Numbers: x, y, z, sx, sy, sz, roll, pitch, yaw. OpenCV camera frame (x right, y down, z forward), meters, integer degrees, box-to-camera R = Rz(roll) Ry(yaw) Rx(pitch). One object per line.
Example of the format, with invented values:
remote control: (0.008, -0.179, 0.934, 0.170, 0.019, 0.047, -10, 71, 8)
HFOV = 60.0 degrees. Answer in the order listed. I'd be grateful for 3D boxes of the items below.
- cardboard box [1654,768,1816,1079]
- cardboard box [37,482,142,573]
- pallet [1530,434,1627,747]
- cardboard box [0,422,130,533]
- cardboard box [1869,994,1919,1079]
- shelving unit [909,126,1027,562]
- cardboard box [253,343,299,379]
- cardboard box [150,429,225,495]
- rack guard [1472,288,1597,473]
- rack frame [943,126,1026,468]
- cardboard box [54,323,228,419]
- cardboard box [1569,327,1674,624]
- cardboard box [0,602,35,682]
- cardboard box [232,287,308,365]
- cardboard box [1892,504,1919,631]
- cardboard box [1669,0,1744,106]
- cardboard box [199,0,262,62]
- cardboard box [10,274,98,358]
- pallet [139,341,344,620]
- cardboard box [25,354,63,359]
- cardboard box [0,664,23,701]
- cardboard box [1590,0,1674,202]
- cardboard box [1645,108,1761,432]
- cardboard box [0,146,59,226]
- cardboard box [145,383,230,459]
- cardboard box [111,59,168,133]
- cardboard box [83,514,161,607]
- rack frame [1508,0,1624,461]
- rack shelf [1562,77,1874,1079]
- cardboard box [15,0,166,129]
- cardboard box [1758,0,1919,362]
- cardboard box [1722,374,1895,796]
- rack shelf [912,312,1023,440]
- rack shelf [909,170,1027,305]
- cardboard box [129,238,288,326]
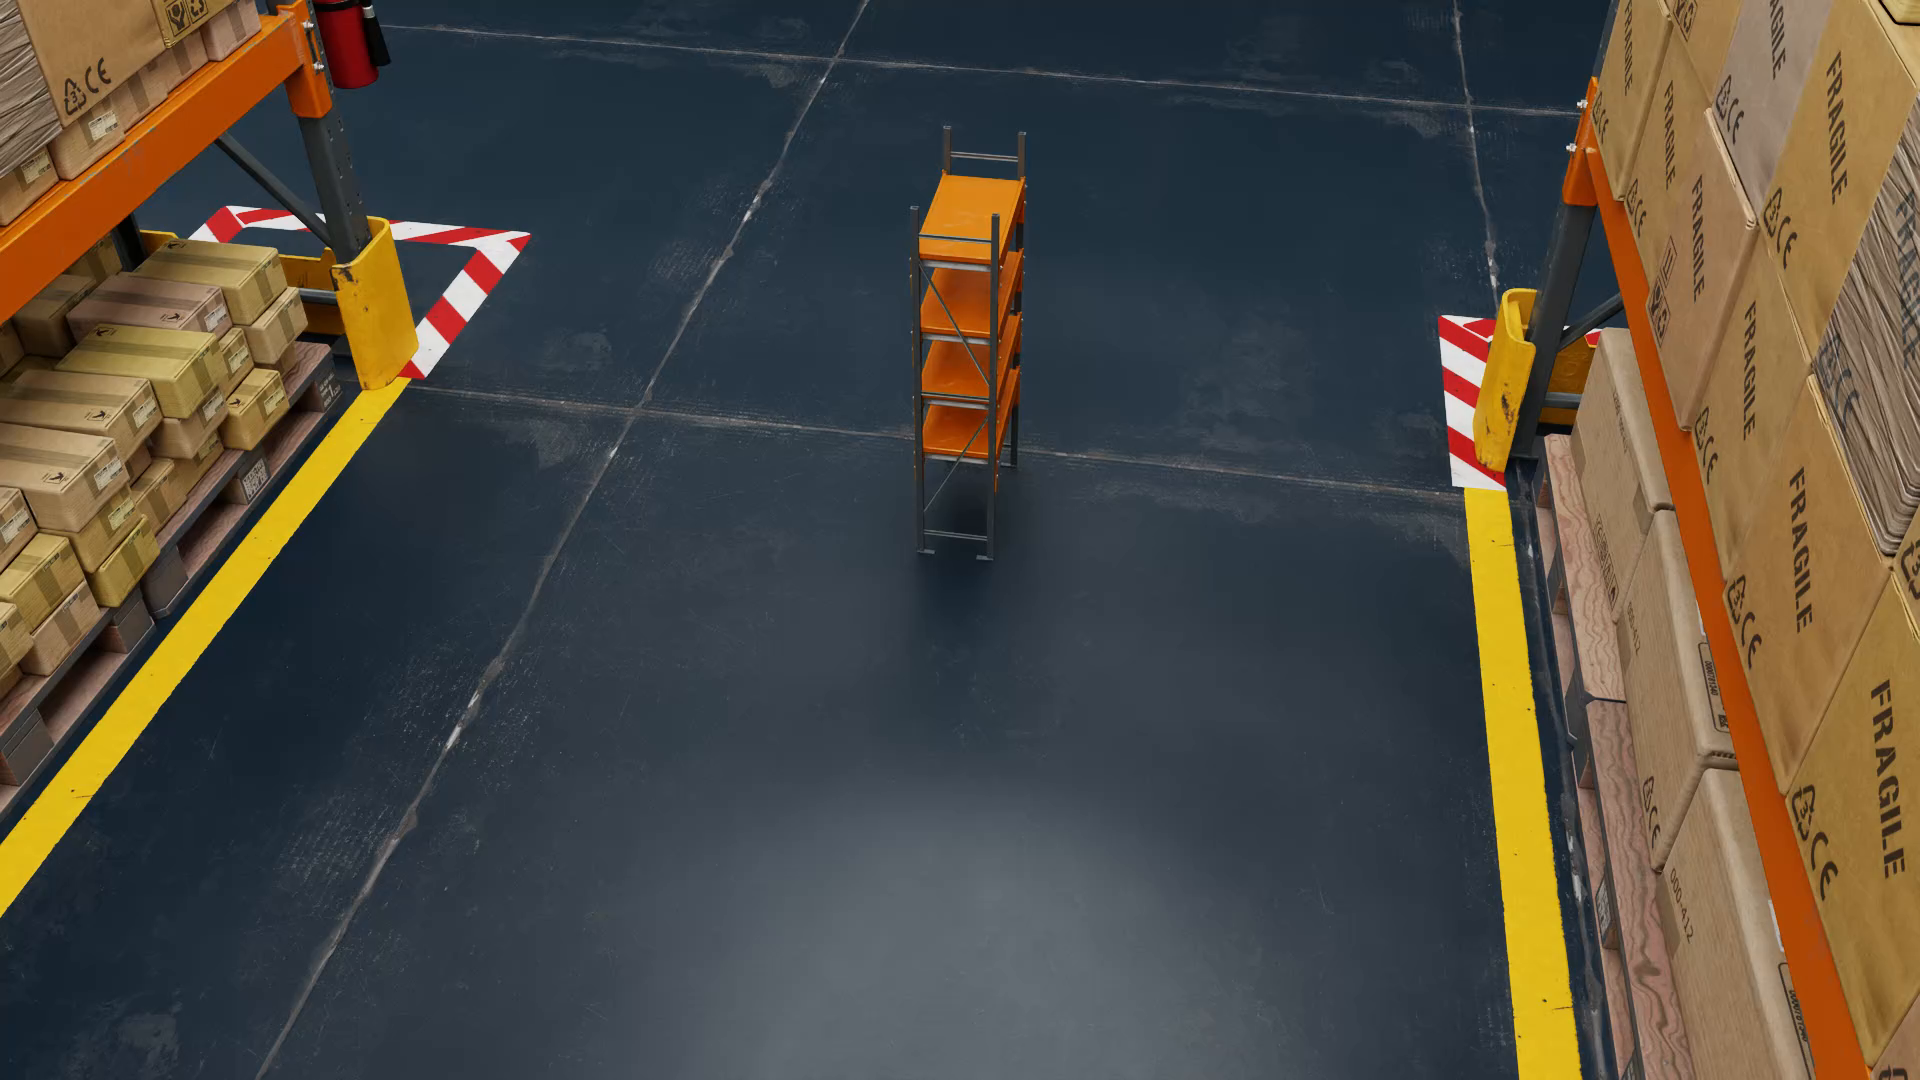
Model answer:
cardboard box: (2.001, 0.975, 3.398, 0.875, 0.438, 0.875, 5, 40, 6)
cardboard box: (-2.544, -0.062, 4.645, 0.380, 0.149, 0.250, 7, 40, 8)
pallet: (2.263, 0.168, 4.881, 1.003, 0.211, 1.213, 6, 40, 8)
cardboard box: (-2.529, -0.174, 4.547, 0.380, 0.149, 0.250, 8, 40, 9)
cardboard box: (1.461, 0.735, 1.928, 0.500, 0.500, 0.500, 7, 40, 8)
shelving unit: (0.029, -0.566, 4.993, 0.258, 1.200, 0.503, 6, 40, 8)
cardboard box: (-2.454, -0.609, 5.541, 0.380, 0.149, 0.250, 7, 40, 8)
cardboard box: (-2.530, -0.281, 5.143, 0.380, 0.149, 0.250, 6, 40, 7)
rack guard: (2.328, -0.469, 5.425, 1.175, 0.500, 0.348, 6, 40, 8)
rack frame: (0.071, -0.719, 5.179, 0.240, 1.200, 0.015, 6, 40, 8)
cardboard box: (-2.430, -0.504, 4.946, 0.380, 0.149, 0.250, 6, 40, 7)
cardboard box: (2.308, -0.166, 4.778, 0.875, 0.438, 0.875, 5, 40, 6)
cardboard box: (-2.627, 0.273, 4.240, 0.380, 0.149, 0.250, 7, 40, 8)
cardboard box: (-2.379, -0.715, 5.435, 0.380, 0.149, 0.250, 5, 40, 6)
cardboard box: (1.537, 0.025, 2.002, 0.500, 0.500, 0.500, 6, 40, 7)
cardboard box: (1.878, -1.246, 3.540, 0.500, 0.500, 0.500, 5, 40, 6)
cardboard box: (-2.347, -1.567, 4.988, 0.380, 0.149, 0.250, 6, 40, 8)
cardboard box: (-2.923, -0.714, 5.201, 0.380, 0.149, 0.250, 7, 40, 8)
pallet: (-2.757, -0.271, 5.412, 1.003, 0.211, 1.213, 6, 40, 8)
cardboard box: (-3.015, -0.611, 5.310, 0.380, 0.149, 0.250, 6, 40, 7)
cardboard box: (-2.727, 0.363, 4.365, 0.380, 0.149, 0.250, 7, 40, 9)
cardboard box: (1.958, -1.186, 4.252, 0.500, 0.500, 0.500, 6, 40, 7)
cardboard box: (1.792, -0.548, 3.481, 0.500, 0.500, 0.500, 6, 40, 7)
cardboard box: (-2.551, -0.931, 4.219, 0.380, 0.149, 0.250, 5, 40, 6)
cardboard box: (-2.467, -0.388, 5.040, 0.380, 0.149, 0.250, 5, 40, 6)
cardboard box: (-2.455, -1.256, 4.612, 0.380, 0.149, 0.250, 6, 40, 7)
cardboard box: (-2.542, 0.043, 4.752, 0.380, 0.149, 0.250, 5, 40, 6)
rack frame: (2.324, -1.417, 4.610, 1.000, 3.000, 0.127, 6, 40, 8)
rack shelf: (1.978, 0.115, 3.321, 1.077, 0.370, 4.000, 6, 40, 8)
cardboard box: (-2.487, -1.420, 4.301, 0.500, 0.500, 0.500, 6, 40, 7)
cardboard box: (1.711, -0.609, 2.770, 0.500, 0.500, 0.500, 7, 40, 8)
cardboard box: (1.617, 0.095, 2.703, 0.500, 0.500, 0.500, 6, 40, 7)
rack shelf: (0.029, -0.514, 5.036, 0.258, 0.148, 0.480, 6, 40, 8)
rack shelf: (0.029, -0.869, 4.743, 0.258, 0.148, 0.480, 6, 40, 8)
cardboard box: (-2.411, -0.832, 5.343, 0.380, 0.149, 0.250, 7, 40, 8)
